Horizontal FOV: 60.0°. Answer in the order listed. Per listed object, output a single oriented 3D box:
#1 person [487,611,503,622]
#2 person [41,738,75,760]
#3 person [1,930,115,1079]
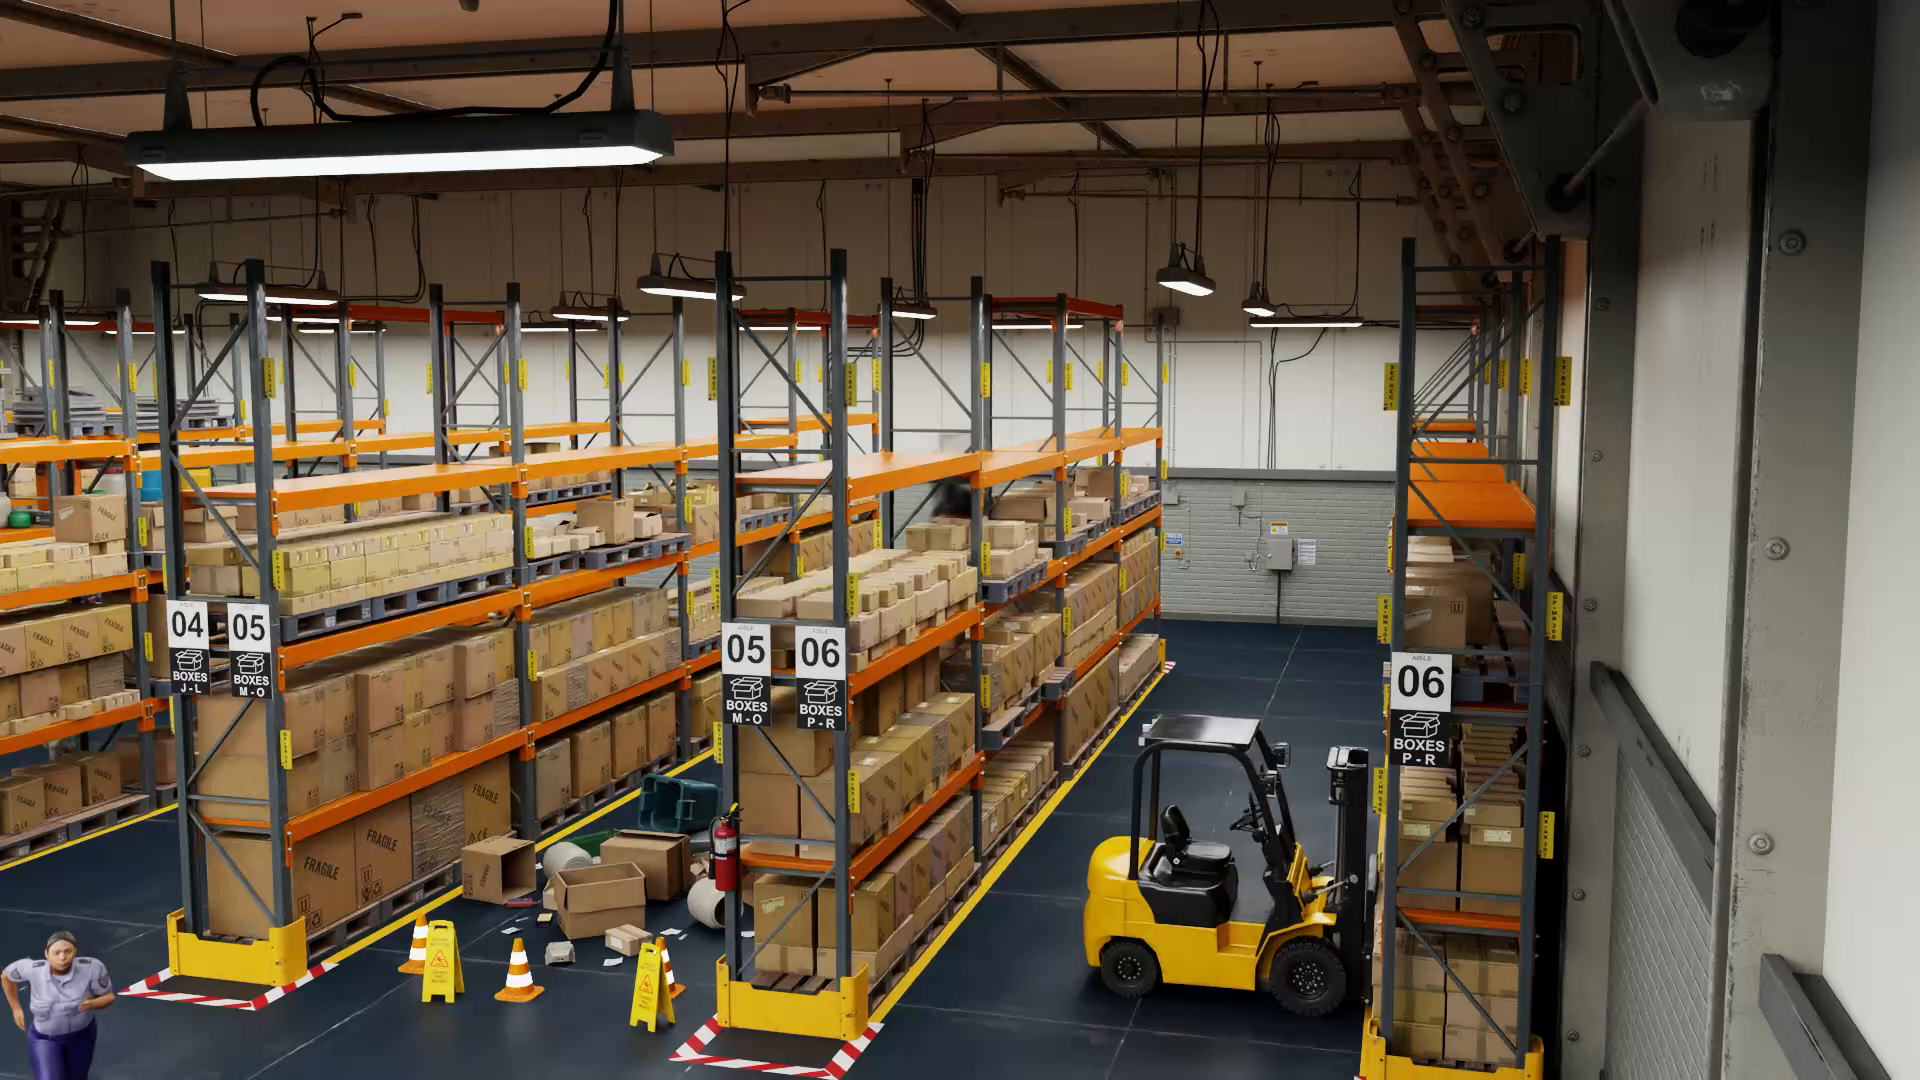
[{"bbox_3d":[-6.635,1.802,23.777,0.631,1.691,0.847,1,6,8],"label":"person"},{"bbox_3d":[-11.129,2.126,20.565,0.697,1.741,0.768,1,6,5],"label":"person"},{"bbox_3d":[-5.787,3.245,10.709,0.601,1.600,0.888,-5,8,-37],"label":"person"}]
